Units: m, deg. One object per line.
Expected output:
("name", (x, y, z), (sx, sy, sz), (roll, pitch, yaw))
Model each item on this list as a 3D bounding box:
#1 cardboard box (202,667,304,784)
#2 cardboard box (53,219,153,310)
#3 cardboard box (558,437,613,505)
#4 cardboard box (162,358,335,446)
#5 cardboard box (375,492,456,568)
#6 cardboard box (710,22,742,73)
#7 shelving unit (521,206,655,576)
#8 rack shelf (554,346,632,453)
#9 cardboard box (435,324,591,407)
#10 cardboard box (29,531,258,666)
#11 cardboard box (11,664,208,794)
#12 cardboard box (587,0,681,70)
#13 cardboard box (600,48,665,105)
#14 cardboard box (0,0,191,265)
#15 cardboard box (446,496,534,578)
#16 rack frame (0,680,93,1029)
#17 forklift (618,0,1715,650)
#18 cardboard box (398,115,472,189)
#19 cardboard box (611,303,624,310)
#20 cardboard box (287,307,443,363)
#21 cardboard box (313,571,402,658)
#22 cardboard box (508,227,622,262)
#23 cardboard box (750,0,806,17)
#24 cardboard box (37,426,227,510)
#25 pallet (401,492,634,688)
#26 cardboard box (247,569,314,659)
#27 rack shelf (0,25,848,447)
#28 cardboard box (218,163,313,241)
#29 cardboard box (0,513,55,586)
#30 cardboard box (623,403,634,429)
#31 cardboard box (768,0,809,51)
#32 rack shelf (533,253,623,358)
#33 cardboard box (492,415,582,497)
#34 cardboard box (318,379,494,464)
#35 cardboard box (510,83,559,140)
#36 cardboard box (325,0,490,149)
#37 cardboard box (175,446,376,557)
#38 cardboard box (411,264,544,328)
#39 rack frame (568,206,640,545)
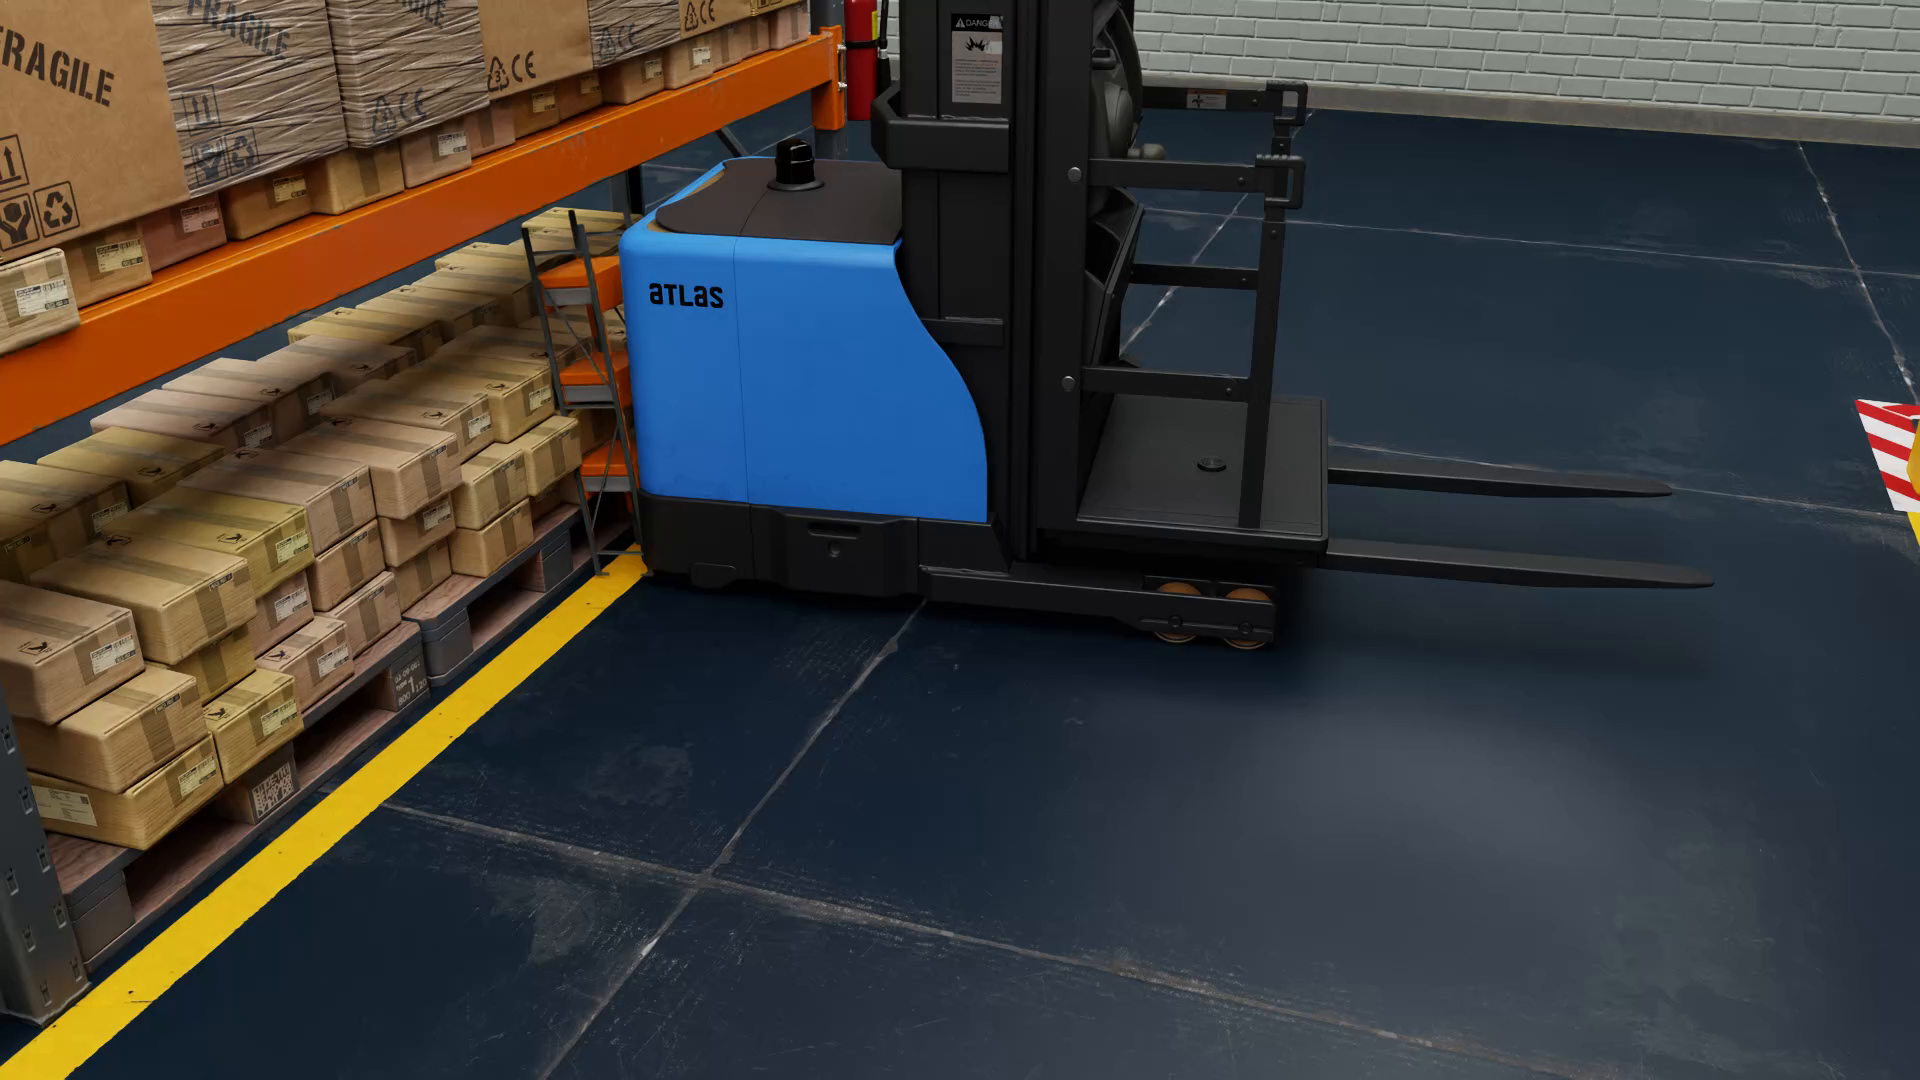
("cardboard box", (-1.737, 0.394, 3.783), (0.380, 0.149, 0.250), (10, 27, 19))
("cardboard box", (-1.831, -0.560, 3.253), (0.380, 0.149, 0.250), (10, 27, 19))
("cardboard box", (-1.262, -0.247, 5.108), (0.380, 0.149, 0.250), (9, 27, 18))
("cardboard box", (-2.013, -0.392, 4.724), (0.380, 0.149, 0.250), (8, 27, 16))
("cardboard box", (-1.575, -0.072, 4.405), (0.380, 0.149, 0.250), (10, 28, 20))
("cardboard box", (-0.948, -1.641, 5.486), (0.380, 0.149, 0.250), (8, 27, 17))
("shelving unit", (-1.024, -0.427, 4.892), (0.215, 1.050, 0.252), (1, 22, 21))
("rack shelf", (-1.023, -0.417, 4.896), (0.215, 0.259, 0.240), (1, 22, 21))
("cardboard box", (-1.336, -0.523, 4.994), (0.380, 0.149, 0.250), (8, 27, 16))
("cardboard box", (-1.793, 0.123, 3.661), (0.380, 0.149, 0.250), (10, 28, 20))
("cardboard box", (-1.828, 0.370, 3.491), (0.380, 0.149, 0.250), (10, 28, 20))
("cardboard box", (-1.162, -1.667, 4.796), (0.500, 0.500, 0.500), (9, 27, 18))
("cardboard box", (-1.127, -1.429, 5.047), (0.380, 0.149, 0.250), (8, 27, 15))
("cardboard box", (-1.848, -0.833, 3.073), (0.500, 0.500, 0.500), (8, 27, 16))
("cardboard box", (-1.433, -0.035, 4.671), (0.380, 0.149, 0.250), (8, 27, 16))
("rack frame", (-2.250, -0.487, 2.814), (1.000, 3.000, 0.127), (9, 27, 17))
("forklift", (0.616, -1.267, 4.504), (3.031, 2.935, 1.130), (5, 26, 10))
("cardboard box", (-1.455, -0.991, 4.144), (0.380, 0.149, 0.250), (10, 28, 20))
("cardboard box", (-1.106, -0.733, 5.430), (0.380, 0.149, 0.250), (8, 27, 15))
("cardboard box", (-1.833, -0.595, 5.144), (0.380, 0.149, 0.250), (9, 27, 18))
("cardboard box", (-1.666, 0.173, 4.240), (0.380, 0.149, 0.250), (8, 27, 16))
("cardboard box", (-1.392, -1.008, 5.997), (0.380, 0.149, 0.250), (9, 27, 18))
("cardboard box", (-0.826, -2.088, 5.664), (0.500, 0.500, 0.500), (9, 27, 18))
("cardboard box", (-2.094, -0.154, 4.234), (0.380, 0.149, 0.250), (10, 27, 19))
("pallet", (-1.656, -0.016, 5.042), (1.003, 0.211, 1.213), (9, 27, 17))
("cardboard box", (-1.781, 0.148, 3.950), (0.380, 0.149, 0.250), (9, 27, 17))
("rack shelf", (-1.585, -0.985, 4.669), (1.077, 0.370, 4.000), (9, 27, 17))
("cardboard box", (-1.696, -0.788, 3.724), (0.380, 0.149, 0.250), (8, 27, 15))
("cardboard box", (-2.330, 0.044, 3.823), (0.380, 0.149, 0.250), (9, 27, 18))
("cardboard box", (-1.157, -0.484, 5.256), (0.380, 0.149, 0.250), (9, 27, 18))
("cardboard box", (-0.761, -1.843, 5.903), (0.380, 0.149, 0.250), (9, 27, 18))
("rack shelf", (-1.058, -0.680, 4.795), (0.215, 0.259, 0.240), (1, 22, 21))
("cardboard box", (-1.325, -0.264, 4.802), (0.380, 0.149, 0.250), (9, 27, 18))
("cardboard box", (-1.515, -0.315, 4.566), (0.380, 0.149, 0.250), (8, 27, 15))
("cardboard box", (-1.346, -1.215, 4.606), (0.380, 0.149, 0.250), (9, 27, 18))
("cardboard box", (-1.488, -1.239, 3.912), (0.500, 0.500, 0.500), (8, 27, 16))
("cardboard box", (-1.690, -0.099, 4.119), (0.380, 0.149, 0.250), (8, 27, 16))
("cardboard box", (-1.601, -0.809, 5.586), (0.380, 0.149, 0.250), (7, 27, 15))
("rack frame", (-0.984, -0.473, 4.997), (0.200, 1.050, 0.008), (1, 22, 21))
